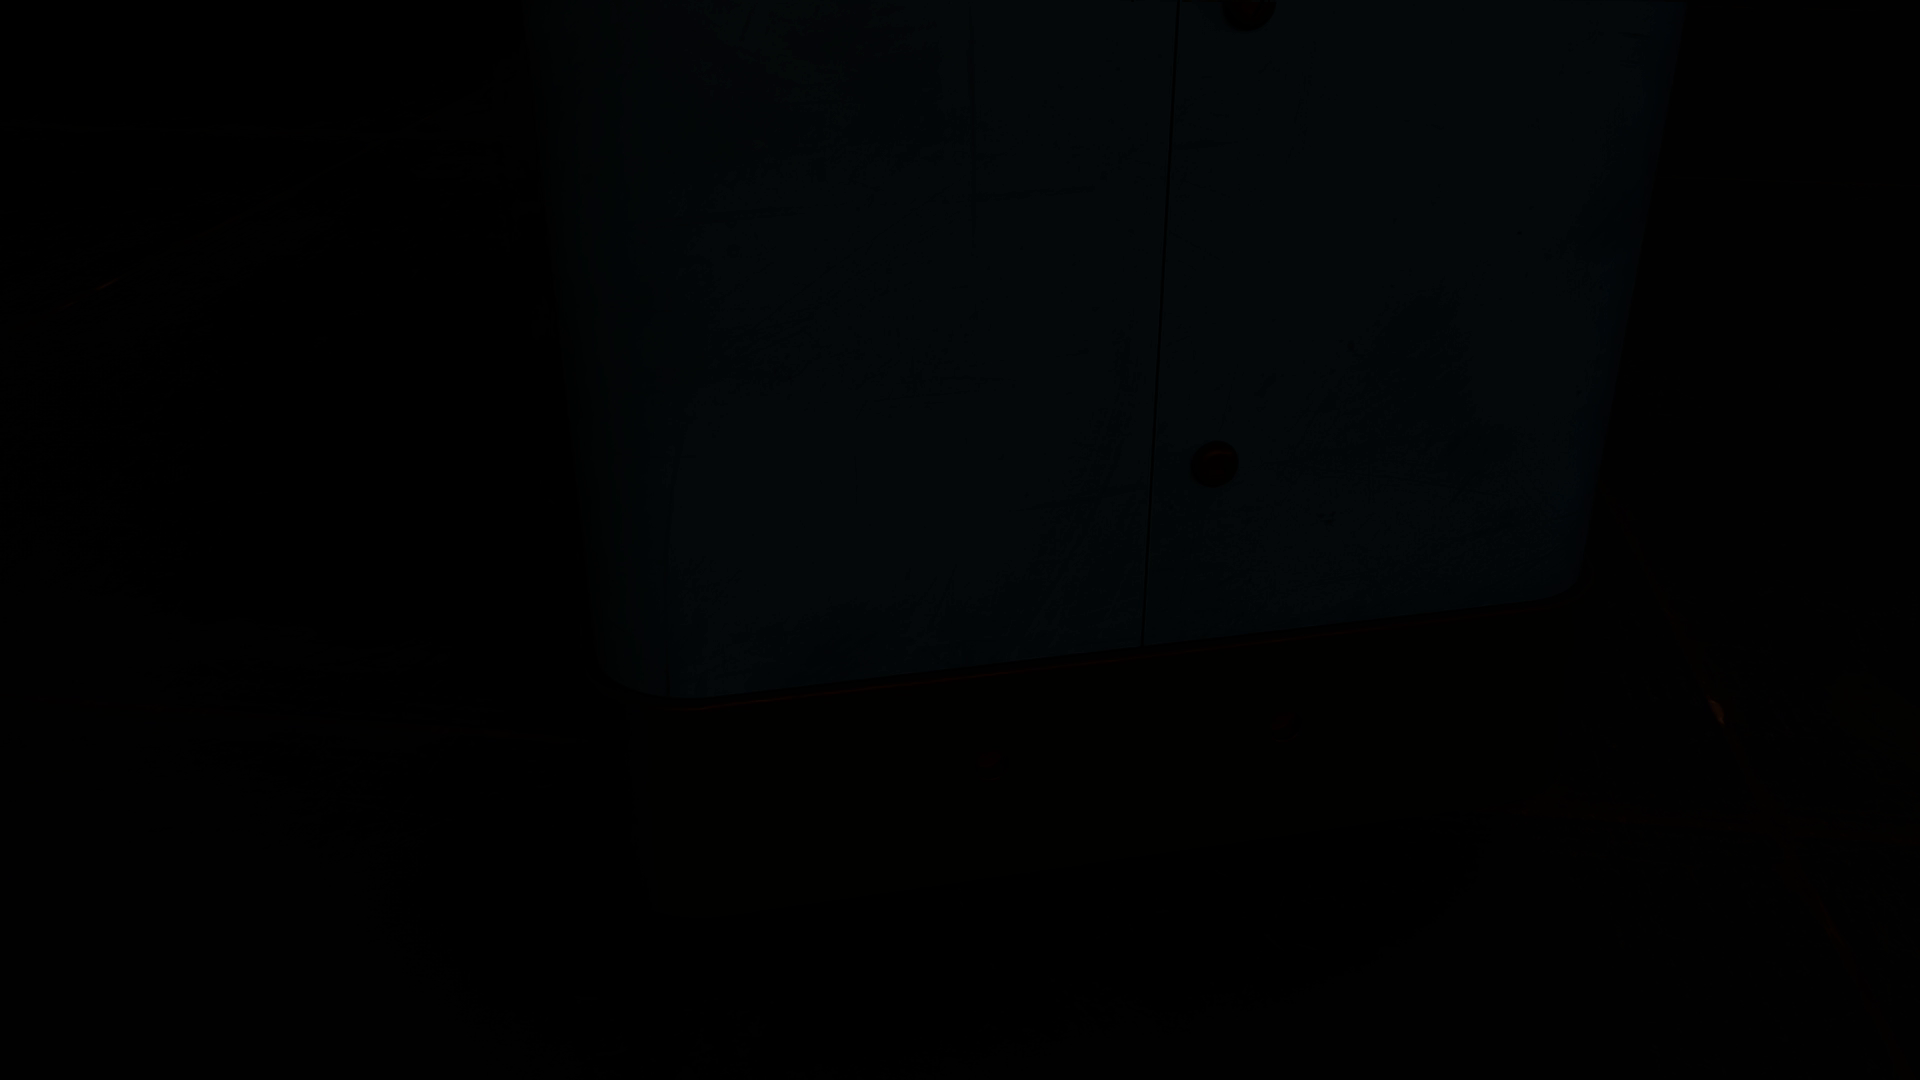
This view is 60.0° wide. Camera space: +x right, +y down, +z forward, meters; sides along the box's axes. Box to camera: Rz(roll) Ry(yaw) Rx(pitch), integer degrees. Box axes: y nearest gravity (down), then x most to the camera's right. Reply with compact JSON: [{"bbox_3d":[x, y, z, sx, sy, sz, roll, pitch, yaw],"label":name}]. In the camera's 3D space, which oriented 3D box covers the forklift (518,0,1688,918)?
[{"bbox_3d":[-0.159,-1.583,2.390,1.130,2.935,3.031,-6,27,-11],"label":"forklift"}]
